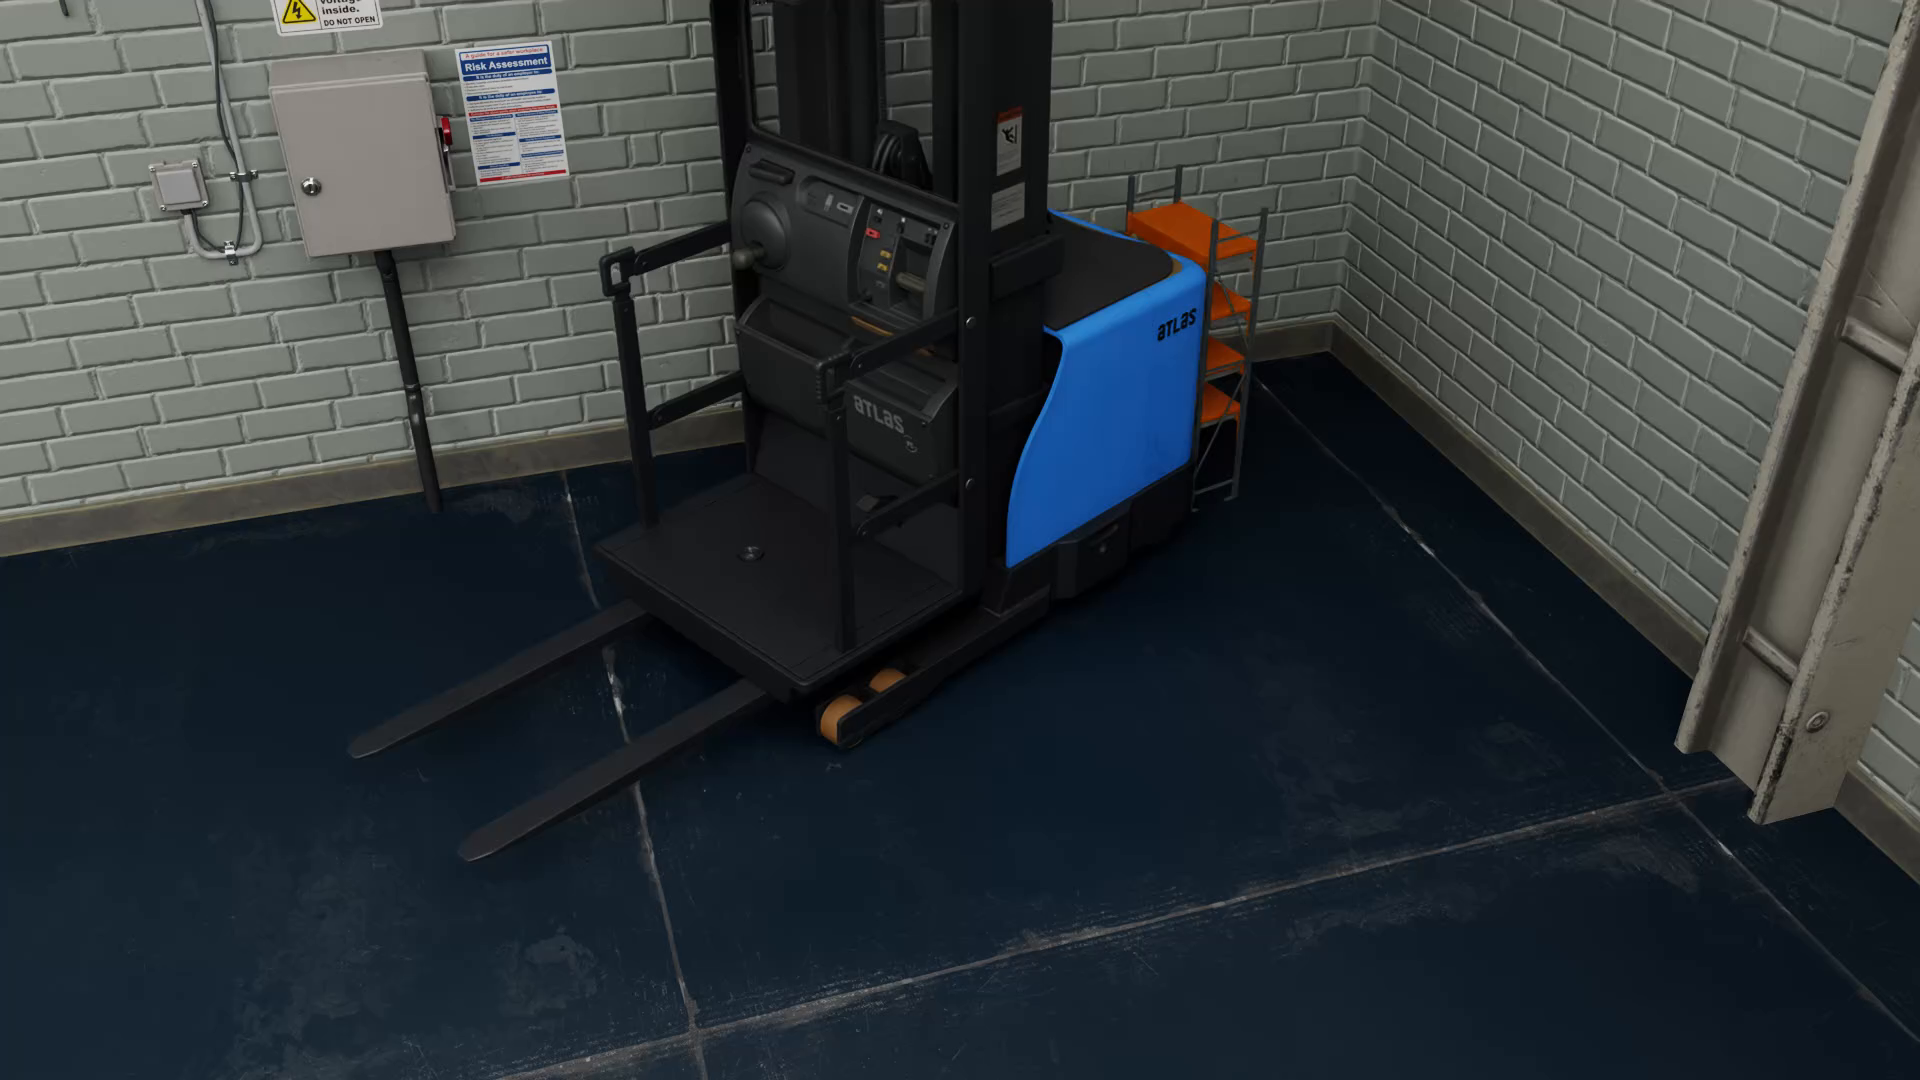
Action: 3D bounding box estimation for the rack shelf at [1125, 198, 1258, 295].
[{"bbox_3d":[0.851,-1.079,6.082,0.258,0.148,0.480,-19,38,-26],"label":"rack shelf"}]

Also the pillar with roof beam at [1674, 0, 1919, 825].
[{"bbox_3d":[-1.632,-2.308,1.581,9.100,9.000,0.400,-10,35,-15],"label":"pillar with roof beam"}]

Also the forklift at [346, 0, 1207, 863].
[{"bbox_3d":[-0.518,-0.886,4.932,1.130,2.935,3.031,28,43,36],"label":"forklift"}]

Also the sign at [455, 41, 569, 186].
[{"bbox_3d":[-1.584,-1.511,5.902,0.329,0.494,0.001,-10,35,-15],"label":"sign"}]

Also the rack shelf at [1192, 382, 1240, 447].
[{"bbox_3d":[0.851,-0.529,6.445,0.258,0.148,0.480,-19,38,-26],"label":"rack shelf"}]

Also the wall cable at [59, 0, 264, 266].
[{"bbox_3d":[-2.689,-1.751,5.257,0.588,1.984,0.122,-10,35,-15],"label":"wall cable"}]

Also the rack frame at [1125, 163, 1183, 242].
[{"bbox_3d":[0.724,-0.866,6.472,0.240,1.200,0.015,-19,38,-26],"label":"rack frame"}]

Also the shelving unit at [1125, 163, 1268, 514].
[{"bbox_3d":[0.851,-0.751,6.298,0.258,1.200,0.503,-19,38,-26],"label":"shelving unit"}]

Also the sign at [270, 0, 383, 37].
[{"bbox_3d":[-2.107,-1.803,5.508,0.339,0.242,0.001,-10,35,-15],"label":"sign"}]

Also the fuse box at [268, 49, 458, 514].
[{"bbox_3d":[-1.991,-0.821,5.941,0.539,1.711,0.414,-10,35,-15],"label":"fuse box"}]

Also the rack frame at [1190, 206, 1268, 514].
[{"bbox_3d":[0.978,-0.636,6.124,0.240,1.200,0.015,-19,38,-26],"label":"rack frame"}]

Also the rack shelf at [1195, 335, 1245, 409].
[{"bbox_3d":[0.851,-0.695,6.335,0.258,0.148,0.480,-19,38,-26],"label":"rack shelf"}]

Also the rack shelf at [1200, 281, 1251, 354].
[{"bbox_3d":[0.851,-0.882,6.212,0.258,0.148,0.480,-19,38,-26],"label":"rack shelf"}]
